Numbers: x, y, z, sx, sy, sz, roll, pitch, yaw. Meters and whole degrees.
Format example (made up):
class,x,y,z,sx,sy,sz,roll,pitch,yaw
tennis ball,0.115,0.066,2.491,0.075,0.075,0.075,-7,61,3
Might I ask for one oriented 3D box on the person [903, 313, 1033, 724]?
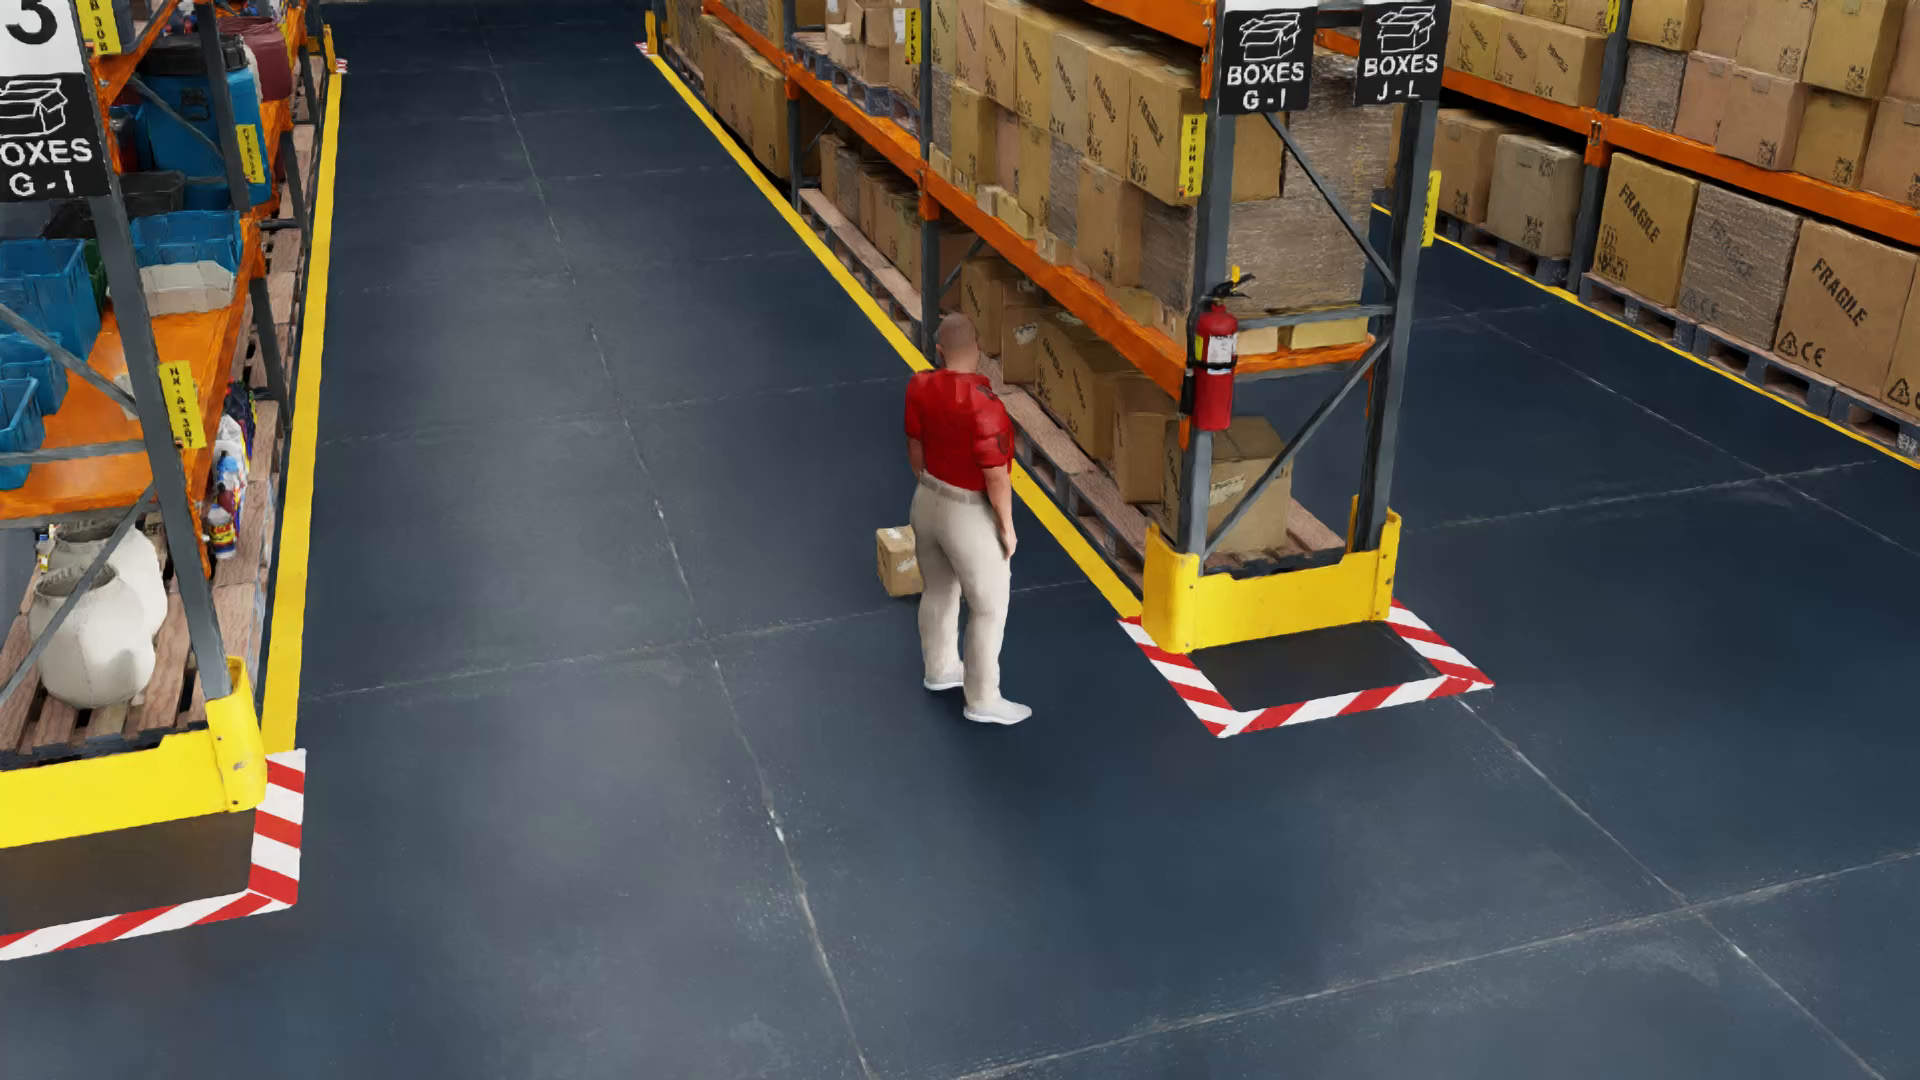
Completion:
class,x,y,z,sx,sy,sz,roll,pitch,yaw
person,0.031,-0.078,6.809,0.418,1.784,0.582,-23,34,-38
